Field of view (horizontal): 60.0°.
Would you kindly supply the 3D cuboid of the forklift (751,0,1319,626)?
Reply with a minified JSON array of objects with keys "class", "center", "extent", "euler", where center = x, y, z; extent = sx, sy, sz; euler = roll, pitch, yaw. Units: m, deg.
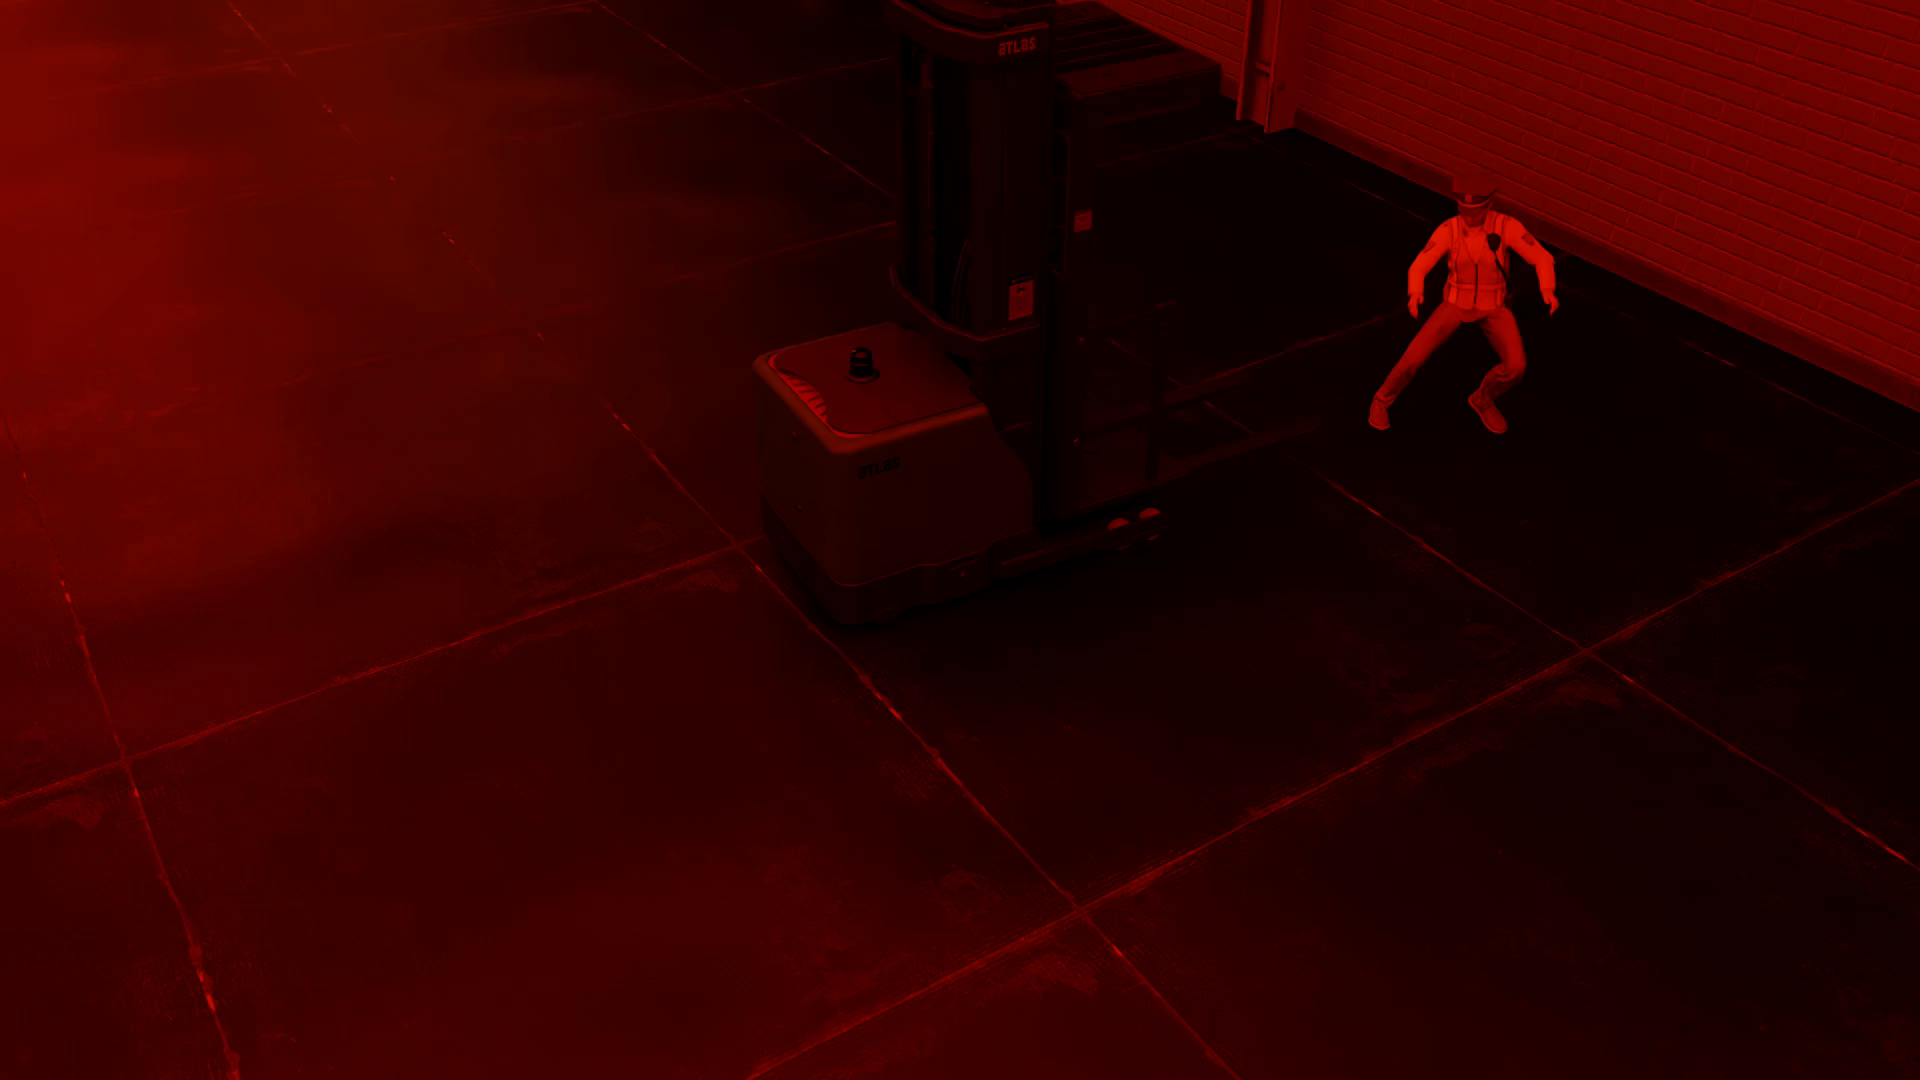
[{"class":"forklift","center":[0.507,-1.393,8.130],"extent":[3.031,2.935,1.130],"euler":[-18,39,-23]}]

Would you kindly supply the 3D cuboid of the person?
[{"class":"person","center":[2.820,-1.256,9.202],"extent":[0.894,1.467,0.695],"euler":[12,37,16]}]
